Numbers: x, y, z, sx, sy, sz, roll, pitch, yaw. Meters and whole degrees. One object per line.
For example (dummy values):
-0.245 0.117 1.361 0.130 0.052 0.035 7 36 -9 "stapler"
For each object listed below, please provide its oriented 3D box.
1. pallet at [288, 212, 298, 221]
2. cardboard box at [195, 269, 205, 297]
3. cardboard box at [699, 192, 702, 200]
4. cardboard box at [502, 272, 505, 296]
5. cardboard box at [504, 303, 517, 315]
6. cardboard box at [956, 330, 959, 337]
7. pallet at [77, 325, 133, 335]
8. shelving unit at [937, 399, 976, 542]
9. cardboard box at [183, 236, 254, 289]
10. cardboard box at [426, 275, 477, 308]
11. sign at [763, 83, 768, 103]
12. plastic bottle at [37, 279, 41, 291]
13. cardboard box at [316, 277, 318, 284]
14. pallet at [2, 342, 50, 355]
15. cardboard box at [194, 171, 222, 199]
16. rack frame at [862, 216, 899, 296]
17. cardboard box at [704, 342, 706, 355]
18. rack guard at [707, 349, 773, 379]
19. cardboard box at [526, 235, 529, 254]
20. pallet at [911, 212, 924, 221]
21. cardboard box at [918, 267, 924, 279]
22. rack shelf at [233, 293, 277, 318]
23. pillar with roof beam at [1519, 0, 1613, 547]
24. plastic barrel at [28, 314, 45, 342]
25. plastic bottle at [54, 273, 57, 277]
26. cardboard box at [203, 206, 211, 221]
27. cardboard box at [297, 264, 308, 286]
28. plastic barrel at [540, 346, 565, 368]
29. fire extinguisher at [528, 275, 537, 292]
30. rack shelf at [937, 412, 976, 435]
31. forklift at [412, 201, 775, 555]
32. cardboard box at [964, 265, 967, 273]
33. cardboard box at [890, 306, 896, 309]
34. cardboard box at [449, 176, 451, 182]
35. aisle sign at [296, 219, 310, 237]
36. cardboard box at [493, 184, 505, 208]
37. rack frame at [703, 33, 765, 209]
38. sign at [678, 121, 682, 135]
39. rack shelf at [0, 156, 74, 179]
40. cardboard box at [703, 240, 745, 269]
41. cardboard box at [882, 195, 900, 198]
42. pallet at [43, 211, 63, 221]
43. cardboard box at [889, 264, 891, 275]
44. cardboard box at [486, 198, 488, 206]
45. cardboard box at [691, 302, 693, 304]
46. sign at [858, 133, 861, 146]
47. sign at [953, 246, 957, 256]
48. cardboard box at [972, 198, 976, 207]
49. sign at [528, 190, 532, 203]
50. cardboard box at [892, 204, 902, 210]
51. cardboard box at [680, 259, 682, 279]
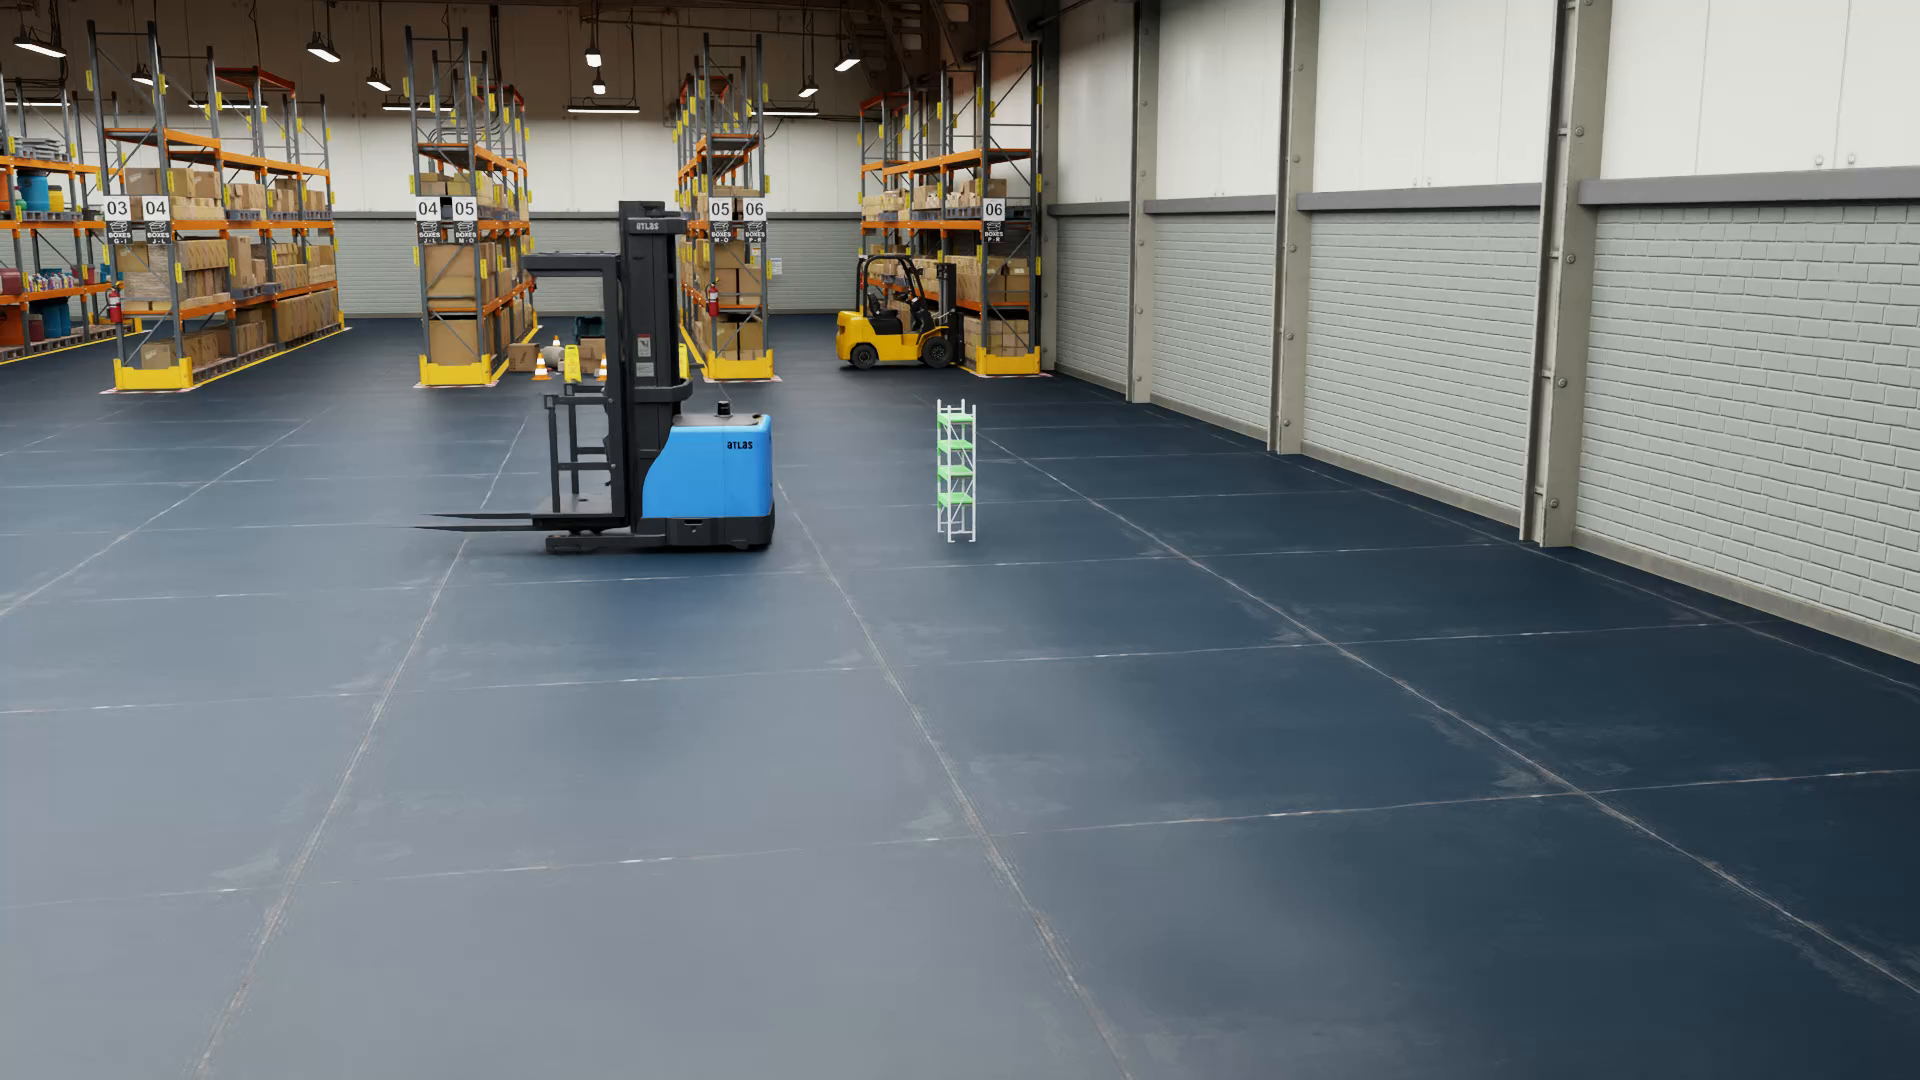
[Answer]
-15.798 -7.466 38.391 0.805 0.209 1.217 -3 11 -13 "pallet"
-14.126 -4.622 29.895 0.875 0.500 0.500 -2 11 -11 "cardboard box"
-4.860 -6.674 32.255 0.380 0.149 0.250 -2 11 -11 "cardboard box"
-9.521 -5.196 33.704 0.500 0.500 0.500 -2 11 -11 "cardboard box"
-10.357 -5.256 37.847 0.500 0.250 0.500 -2 11 -12 "cardboard box"
0.195 -4.051 32.852 0.500 0.250 0.500 -2 11 -11 "cardboard box"
-21.539 -5.284 41.894 1.003 0.211 1.213 -2 11 -11 "pallet"
-0.032 -0.620 14.744 0.258 1.200 0.503 -2 11 -11 "shelving unit"
-14.486 -5.438 32.516 1.000 1.000 1.000 -2 11 -11 "cardboard box"
-8.923 -4.354 29.150 0.875 0.550 0.550 -2 11 -11 "cardboard box"
-3.438 -7.877 29.306 0.100 0.325 0.005 -2 11 -11 "sign"
-20.029 -5.541 36.131 0.097 0.271 0.097 0 11 0 "plastic bottle"
-15.912 -6.341 40.660 0.380 0.149 0.250 -2 11 -13 "cardboard box"
-20.299 -4.113 35.739 1.003 0.211 1.213 -2 11 -11 "pallet"
-14.131 -6.627 31.069 0.500 0.500 0.500 -2 11 -13 "cardboard box"
-2.214 -7.528 46.227 1.000 3.000 0.127 -2 11 -11 "rack frame"
-4.783 -3.786 32.798 0.500 0.250 0.500 -1 11 -8 "cardboard box"
-3.985 -3.199 30.165 1.175 0.500 0.348 -2 11 -11 "rack guard"
-11.376 -7.572 42.721 0.500 0.500 0.500 -2 11 -8 "cardboard box"
-0.438 -7.321 37.619 1.213 0.211 1.003 -2 11 -8 "pallet"
-0.631 -5.954 37.021 0.500 0.250 0.500 -2 11 -12 "cardboard box"
-14.858 -4.799 33.813 1.077 0.370 4.000 -2 11 -11 "rack shelf"
0.925 -4.244 12.925 9.100 9.000 0.400 -2 11 -11 "pillar with roof beam"
-20.437 -4.657 36.469 0.600 0.588 0.708 -2 11 -11 "plastic barrel"
-20.525 -5.887 37.735 0.144 0.351 0.185 -2 11 -11 "plastic bottle"
-13.928 -5.922 30.168 0.500 0.250 0.500 -2 11 -11 "cardboard box"
-15.666 -6.226 39.120 0.500 0.500 0.500 -2 11 -11 "cardboard box"
-7.859 -3.530 32.110 0.512 0.421 0.421 6 12 28 "plastic barrel"
-11.514 -6.990 44.605 0.296 0.674 0.183 -2 11 -11 "fire extinguisher"
-0.032 -1.029 14.666 0.258 0.148 0.480 -2 11 -11 "rack shelf"
-3.161 -1.413 14.282 3.031 2.935 1.130 -1 11 -4 "forklift"
0.282 -5.249 32.252 0.380 0.149 0.250 -2 11 -11 "cardboard box"
-1.449 -5.579 41.547 0.500 0.500 0.500 -2 11 -12 "cardboard box"
-9.598 -6.632 30.647 0.380 0.149 0.250 -2 11 -11 "cardboard box"
-17.111 -8.266 43.151 0.394 0.787 0.004 -2 11 -11 "aisle sign"
-9.749 -7.151 34.563 0.500 0.500 0.500 -2 11 -11 "cardboard box"
-3.970 -7.360 29.297 1.000 3.000 0.127 -2 11 -11 "rack frame"
-6.853 -10.082 40.676 0.100 0.325 0.005 -2 11 -11 "sign"
-20.494 -8.103 36.198 1.077 0.370 4.000 -2 11 -11 "rack shelf"
-4.284 -5.185 30.178 0.700 0.500 0.500 -2 11 -12 "cardboard box"
-1.770 -8.670 42.472 0.500 0.250 0.500 -2 11 -11 "cardboard box"
-20.411 -7.106 36.489 1.003 0.211 1.213 -2 11 -11 "pallet"
-1.542 -6.666 40.934 0.396 0.266 0.258 -2 11 -8 "cardboard box"
-8.902 -6.218 30.603 0.380 0.149 0.250 -2 11 -11 "cardboard box"
-6.856 -6.177 44.859 0.875 0.438 0.875 -3 11 -13 "cardboard box"
-2.746 -10.953 45.468 0.100 0.325 0.005 -2 11 -11 "sign"
-0.114 -6.651 38.520 0.100 0.325 0.005 -2 11 -11 "sign"
0.439 -6.340 31.245 0.380 0.149 0.250 -2 11 -13 "cardboard box"
-11.370 -9.074 43.956 0.100 0.325 0.005 -2 11 -11 "sign"
-1.444 -8.050 40.227 0.380 0.149 0.250 -2 11 -10 "cardboard box"
-7.270 -7.298 44.749 0.500 0.500 0.500 -2 11 -11 "cardboard box"
